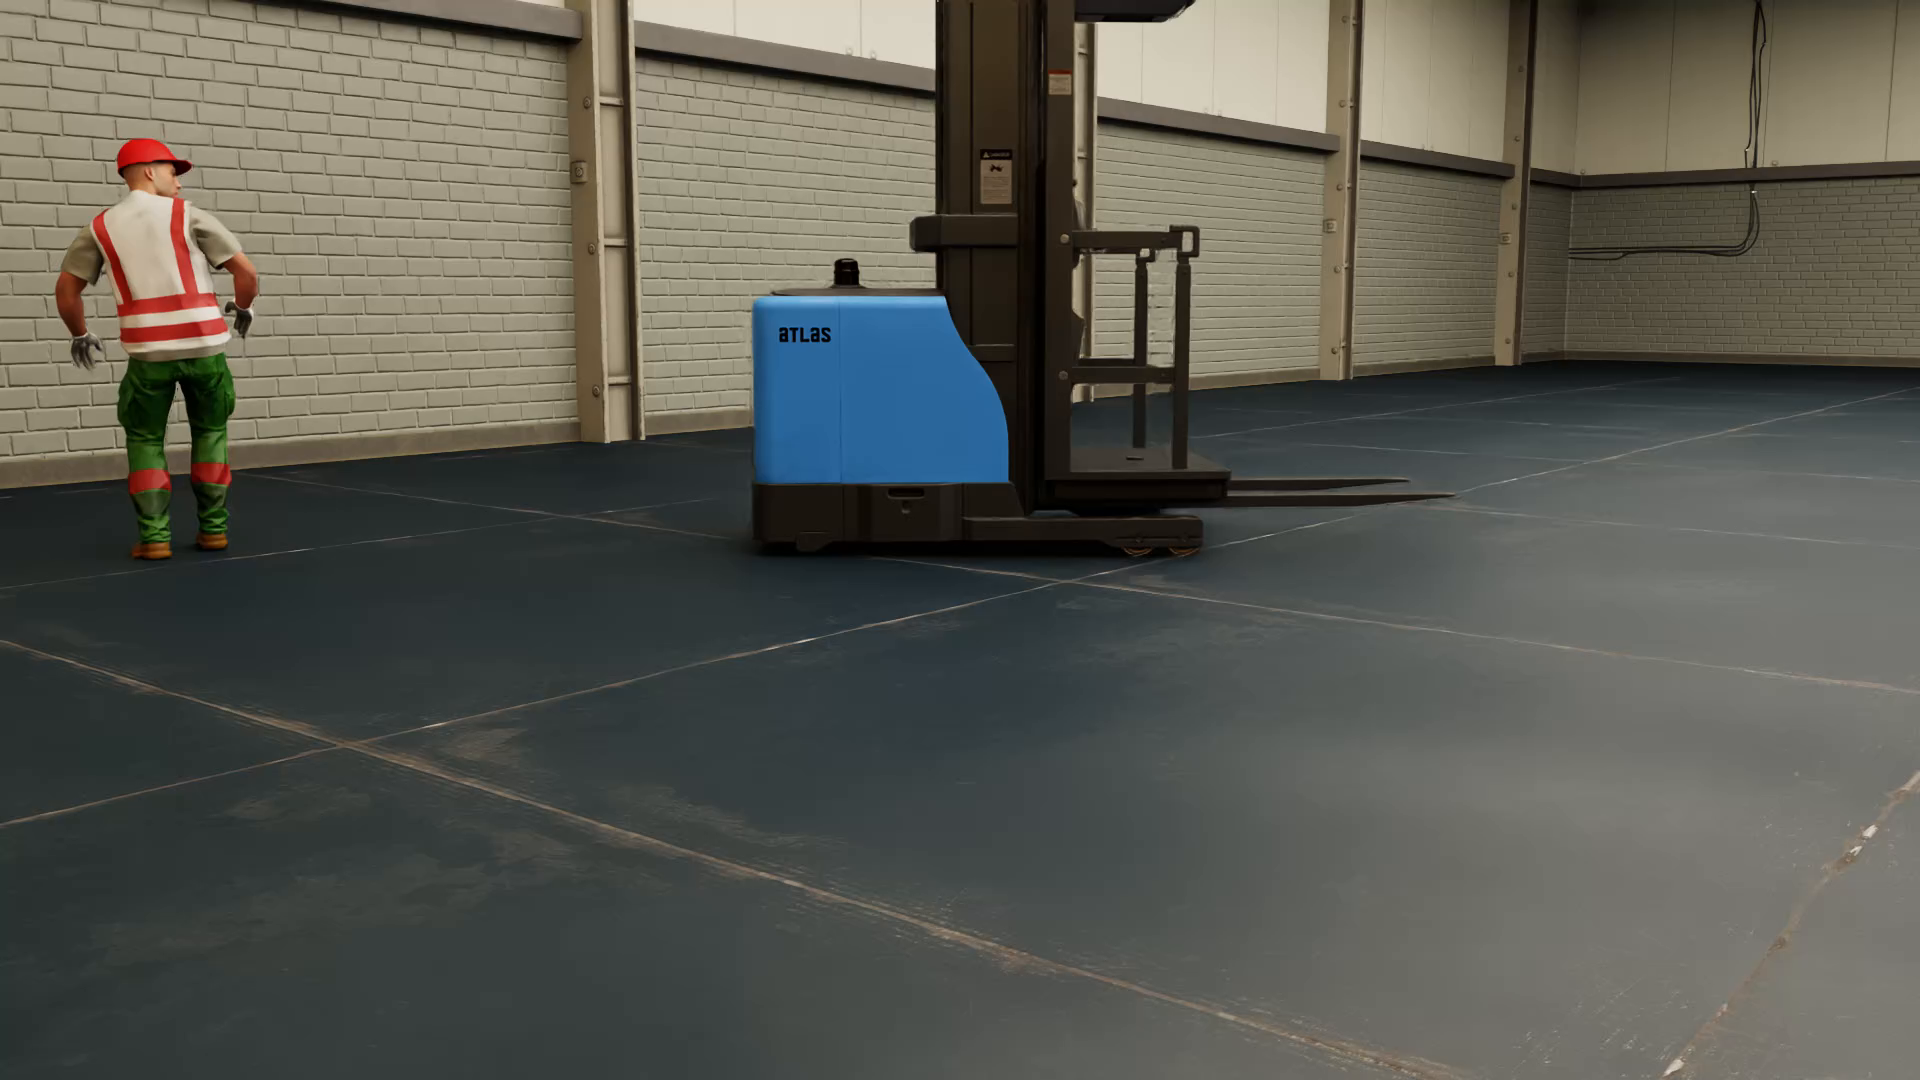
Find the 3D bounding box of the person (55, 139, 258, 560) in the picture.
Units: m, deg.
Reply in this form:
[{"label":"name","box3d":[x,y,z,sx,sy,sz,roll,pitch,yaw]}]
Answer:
[{"label":"person","box3d":[-3.321,-0.792,6.933,0.763,1.728,0.520,-3,9,-20]}]

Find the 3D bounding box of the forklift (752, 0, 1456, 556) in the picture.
[{"label":"forklift","box3d":[0.619,-1.459,7.251,3.031,2.935,1.130,-1,8,-4]}]
